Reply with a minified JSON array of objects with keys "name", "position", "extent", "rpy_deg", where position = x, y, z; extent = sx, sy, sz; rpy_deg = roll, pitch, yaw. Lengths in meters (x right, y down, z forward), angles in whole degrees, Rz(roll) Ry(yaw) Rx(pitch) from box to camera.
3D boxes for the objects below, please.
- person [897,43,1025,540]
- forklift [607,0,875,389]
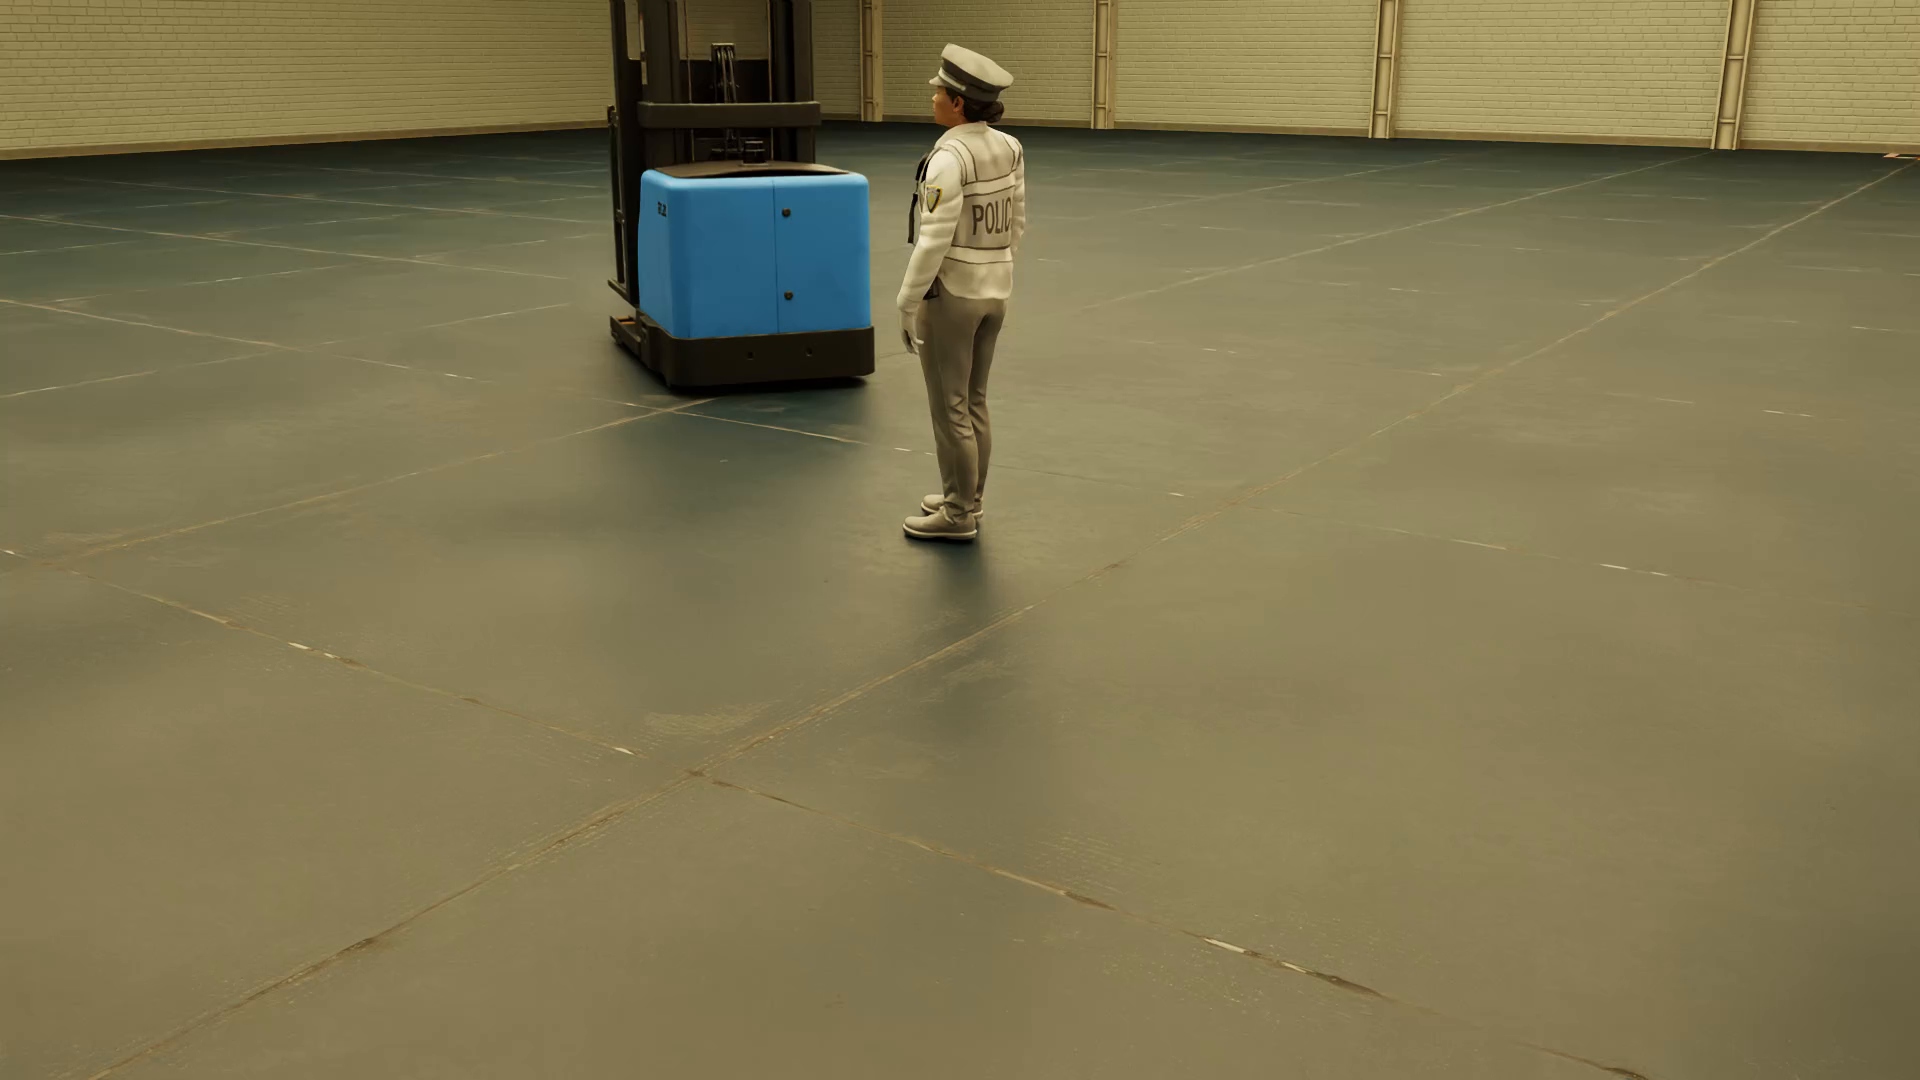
[{"name":"person","position":[-0.051,-0.831,5.745],"extent":[0.533,1.696,0.588],"rpy_deg":[11,20,33]},{"name":"forklift","position":[-1.427,-2.544,9.340],"extent":[1.130,2.935,3.031],"rpy_deg":[-6,18,-19]}]
